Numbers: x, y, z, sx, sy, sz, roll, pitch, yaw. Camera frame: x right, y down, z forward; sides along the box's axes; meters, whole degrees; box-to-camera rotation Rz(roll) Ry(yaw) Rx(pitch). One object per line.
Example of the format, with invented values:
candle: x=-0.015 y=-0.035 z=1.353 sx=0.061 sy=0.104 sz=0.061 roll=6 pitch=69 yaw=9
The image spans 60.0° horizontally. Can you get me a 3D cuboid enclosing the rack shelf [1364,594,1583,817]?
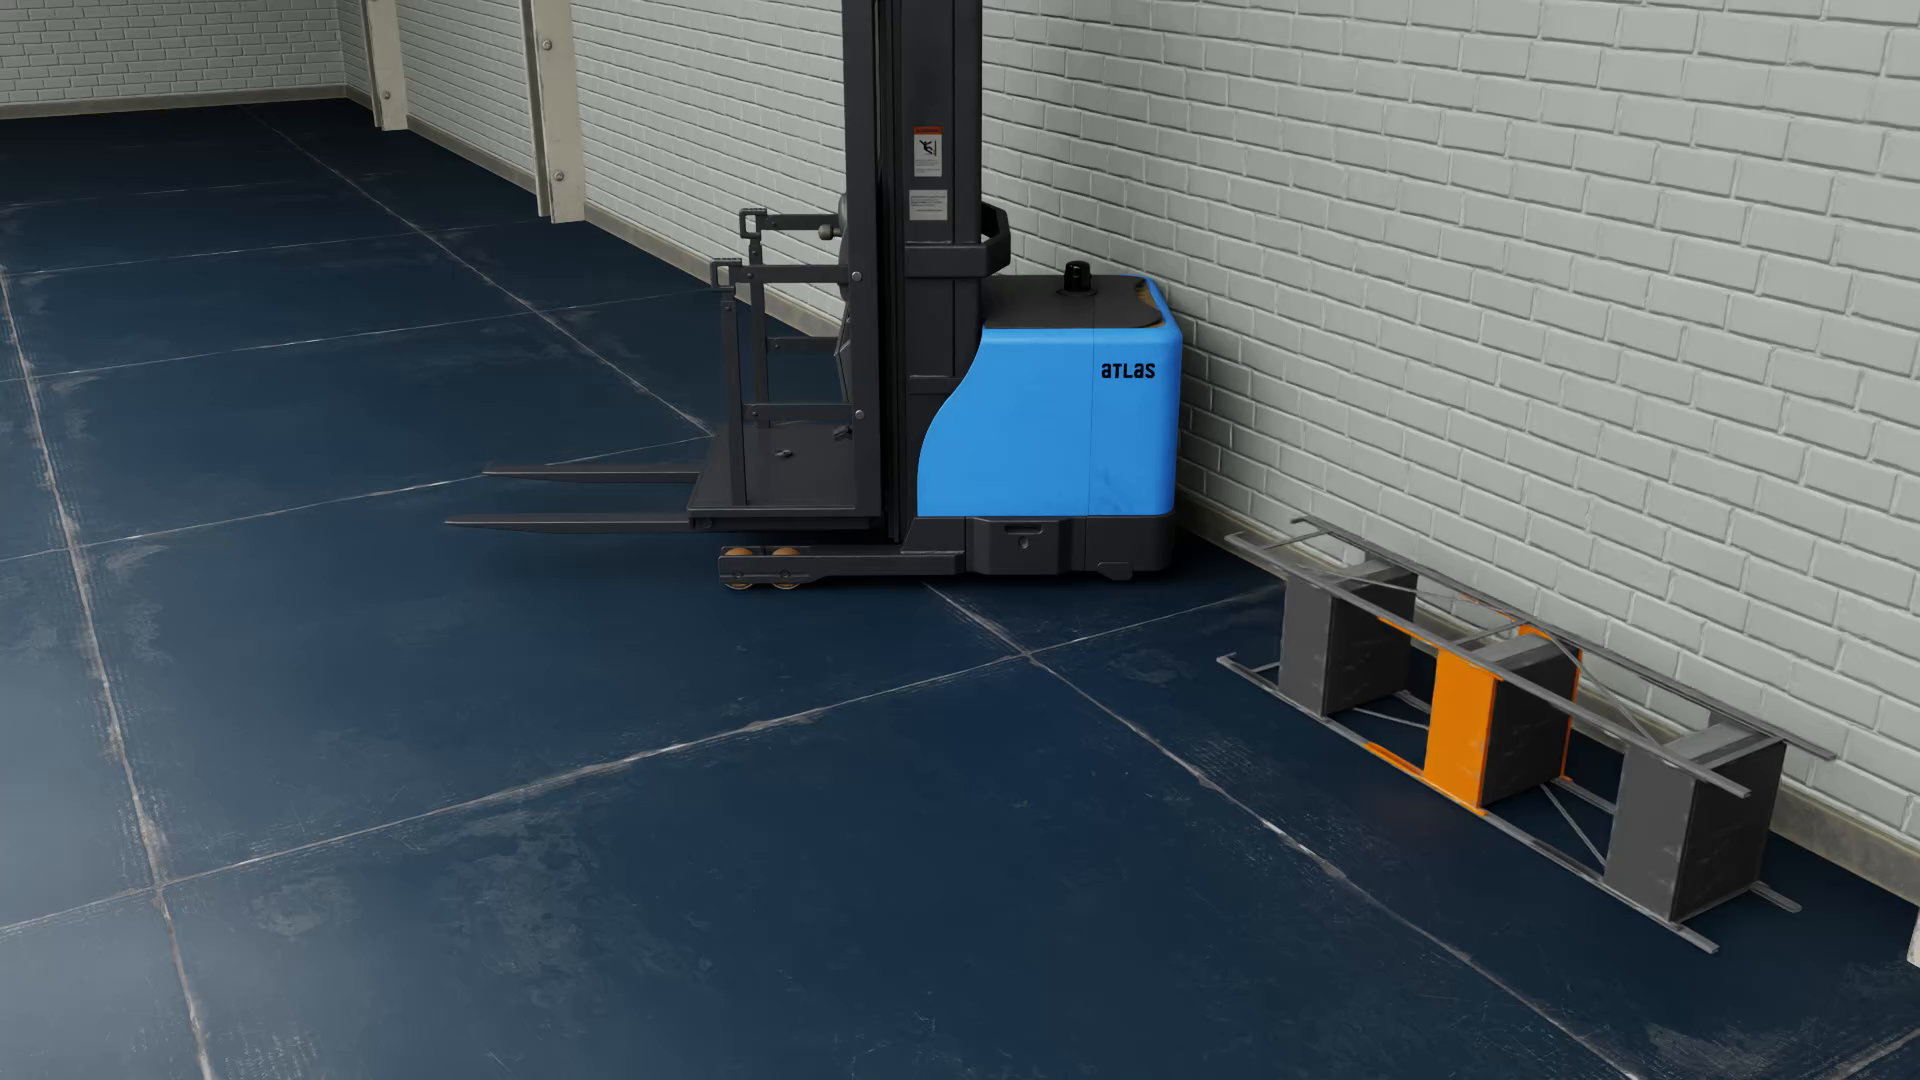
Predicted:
rack shelf: x=1.662 y=0.513 z=5.363 sx=0.431 sy=0.480 sz=0.518 roll=-13 pitch=25 yaw=-29

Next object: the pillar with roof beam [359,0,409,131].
pillar with roof beam: x=-10.098 y=-7.995 z=15.031 sx=9.100 sy=9.000 sz=0.400 roll=-13 pitch=25 yaw=-28

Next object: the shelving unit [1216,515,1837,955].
shelving unit: x=1.669 y=0.518 z=5.352 sx=0.431 sy=0.503 sz=2.100 roll=-13 pitch=25 yaw=-29

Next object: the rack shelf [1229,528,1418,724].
rack shelf: x=1.299 y=0.288 z=5.917 sx=0.431 sy=0.480 sz=0.518 roll=-13 pitch=25 yaw=-29

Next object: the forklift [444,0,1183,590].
forklift: x=-0.630 y=-1.355 z=6.753 sx=3.031 sy=2.935 sz=1.130 roll=0 pitch=22 yaw=-1

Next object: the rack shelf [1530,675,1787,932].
rack shelf: x=2.025 y=0.739 z=4.808 sx=0.431 sy=0.480 sz=0.518 roll=-13 pitch=25 yaw=-29

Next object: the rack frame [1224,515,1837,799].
rack frame: x=1.669 y=0.292 z=5.260 sx=0.400 sy=0.015 sz=2.100 roll=-13 pitch=25 yaw=-29

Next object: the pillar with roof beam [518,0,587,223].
pillar with roof beam: x=-7.033 y=-6.053 z=10.252 sx=9.100 sy=9.000 sz=0.400 roll=-13 pitch=25 yaw=-28

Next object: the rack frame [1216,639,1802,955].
rack frame: x=1.669 y=0.744 z=5.444 sx=0.400 sy=0.015 sz=2.100 roll=-13 pitch=25 yaw=-29
